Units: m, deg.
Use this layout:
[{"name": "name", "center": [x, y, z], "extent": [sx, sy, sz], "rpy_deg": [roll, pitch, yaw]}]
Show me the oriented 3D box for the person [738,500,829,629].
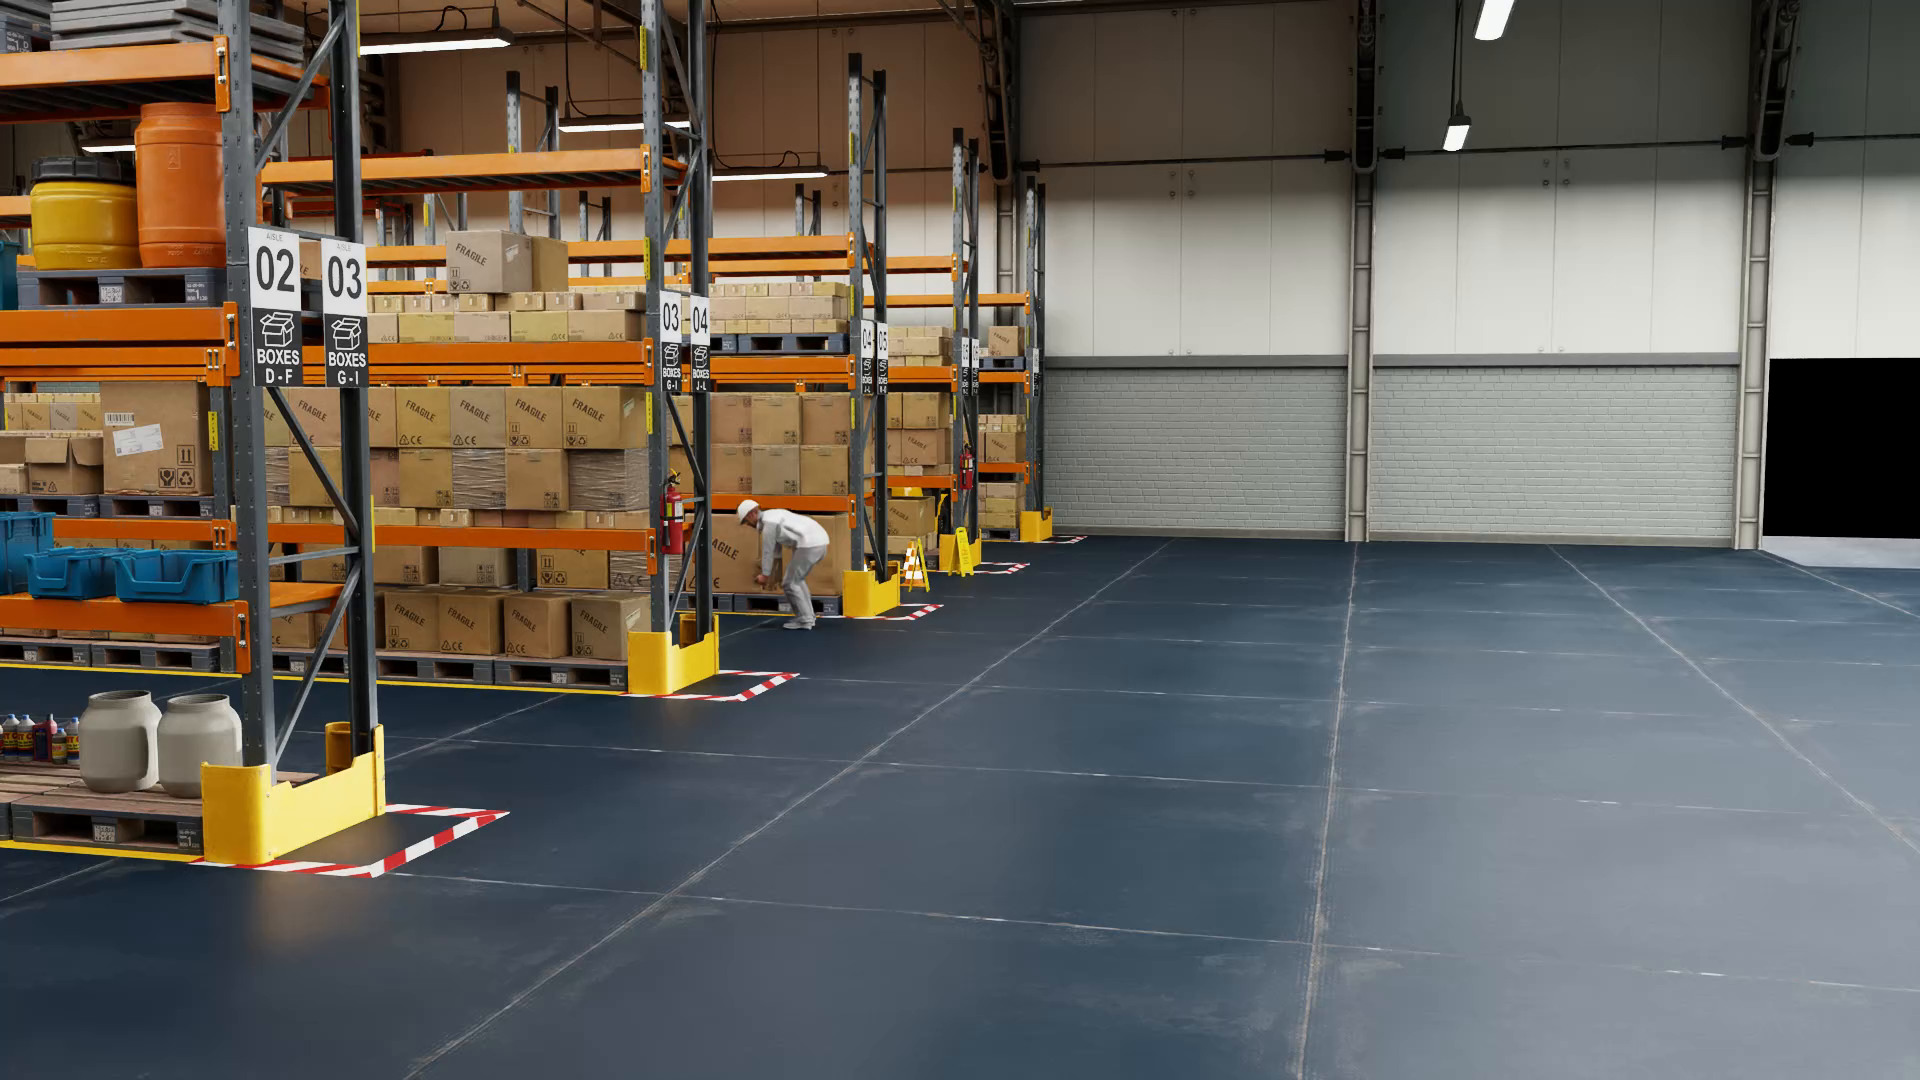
[{"name": "person", "center": [-1.830, 0.246, 17.162], "extent": [0.949, 1.317, 0.467], "rpy_deg": [1, 5, 12]}]
